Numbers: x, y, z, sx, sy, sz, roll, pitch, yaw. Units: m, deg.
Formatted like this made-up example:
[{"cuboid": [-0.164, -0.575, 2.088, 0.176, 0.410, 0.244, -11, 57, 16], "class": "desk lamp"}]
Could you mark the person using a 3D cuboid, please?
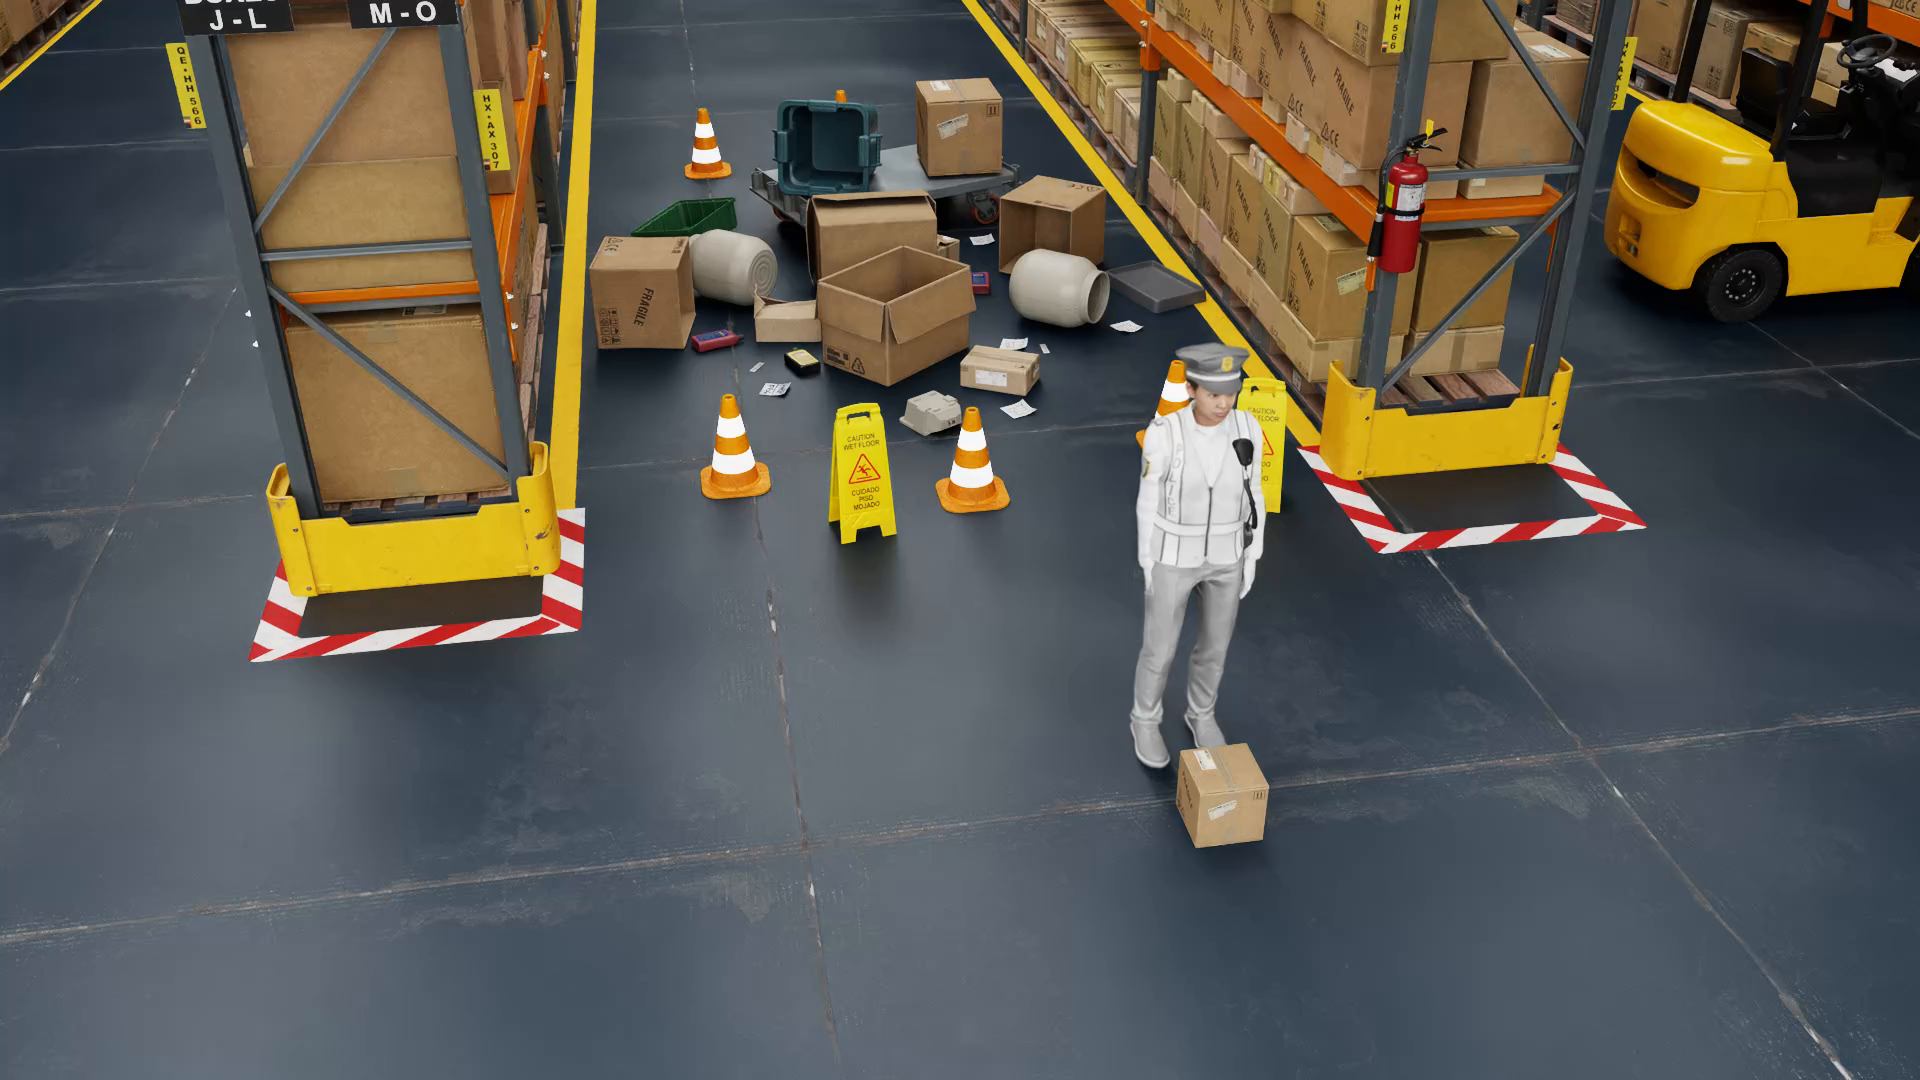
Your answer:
[{"cuboid": [0.864, 0.071, 6.004, 0.466, 1.680, 0.338, -5, 31, -8], "class": "person"}]
